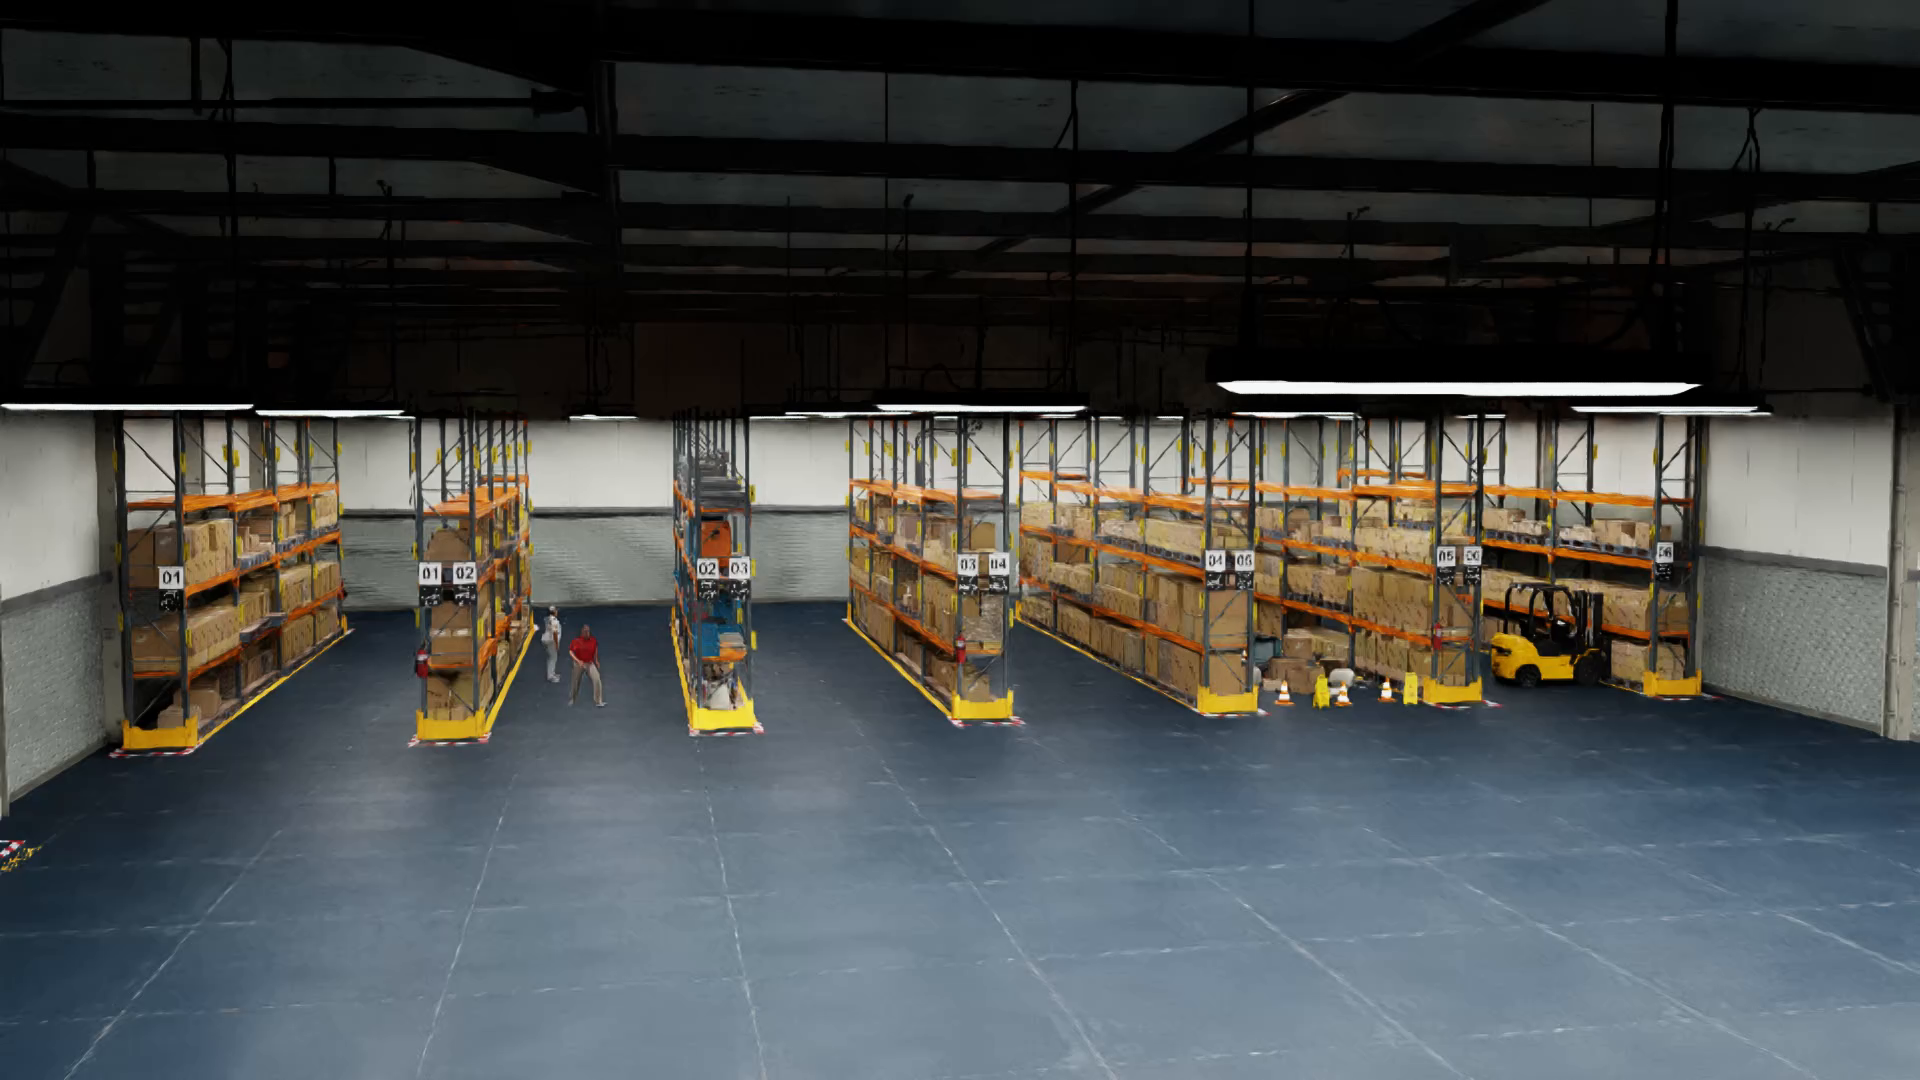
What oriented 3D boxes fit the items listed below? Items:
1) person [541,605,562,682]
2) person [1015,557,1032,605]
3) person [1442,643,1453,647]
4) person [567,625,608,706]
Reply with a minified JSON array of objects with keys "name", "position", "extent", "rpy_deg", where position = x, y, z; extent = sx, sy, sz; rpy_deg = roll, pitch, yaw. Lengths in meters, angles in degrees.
[{"name":"person","position":[-8.975,2.270,36.713],"extent":[0.463,1.673,0.577],"rpy_deg":[-3,5,-35]},{"name":"person","position":[1.918,1.285,49.823],"extent":[0.448,1.773,0.687],"rpy_deg":[-4,6,-44]},{"name":"person","position":[10.984,2.150,37.643],"extent":[0.497,1.765,0.625],"rpy_deg":[1,4,20]},{"name":"person","position":[-7.530,2.509,33.416],"extent":[0.701,1.662,0.857],"rpy_deg":[-2,5,-28]}]
